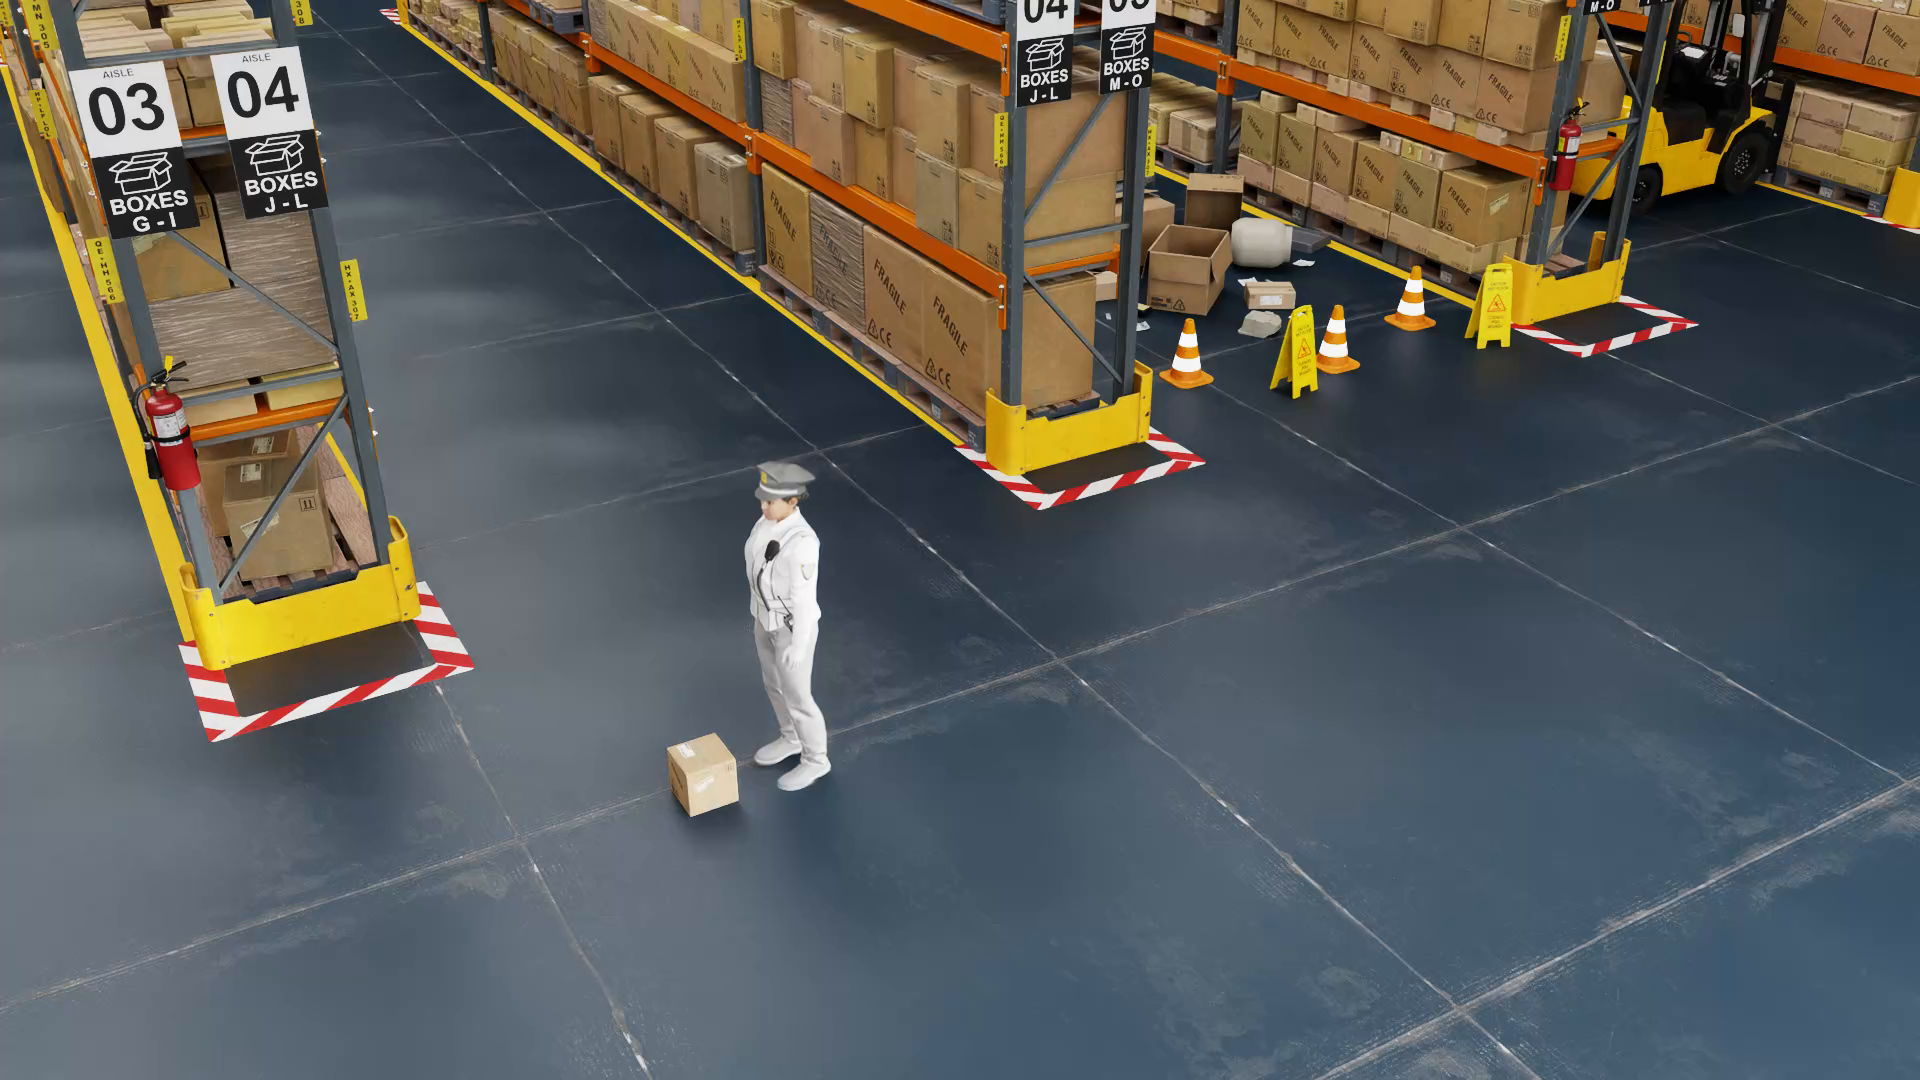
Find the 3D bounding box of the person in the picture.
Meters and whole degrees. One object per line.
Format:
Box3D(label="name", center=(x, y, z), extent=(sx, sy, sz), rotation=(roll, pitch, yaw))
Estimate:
Box3D(label="person", center=(-0.824, 0.404, 7.831), extent=(0.339, 1.687, 0.466), rotation=(-15, 33, -25))
